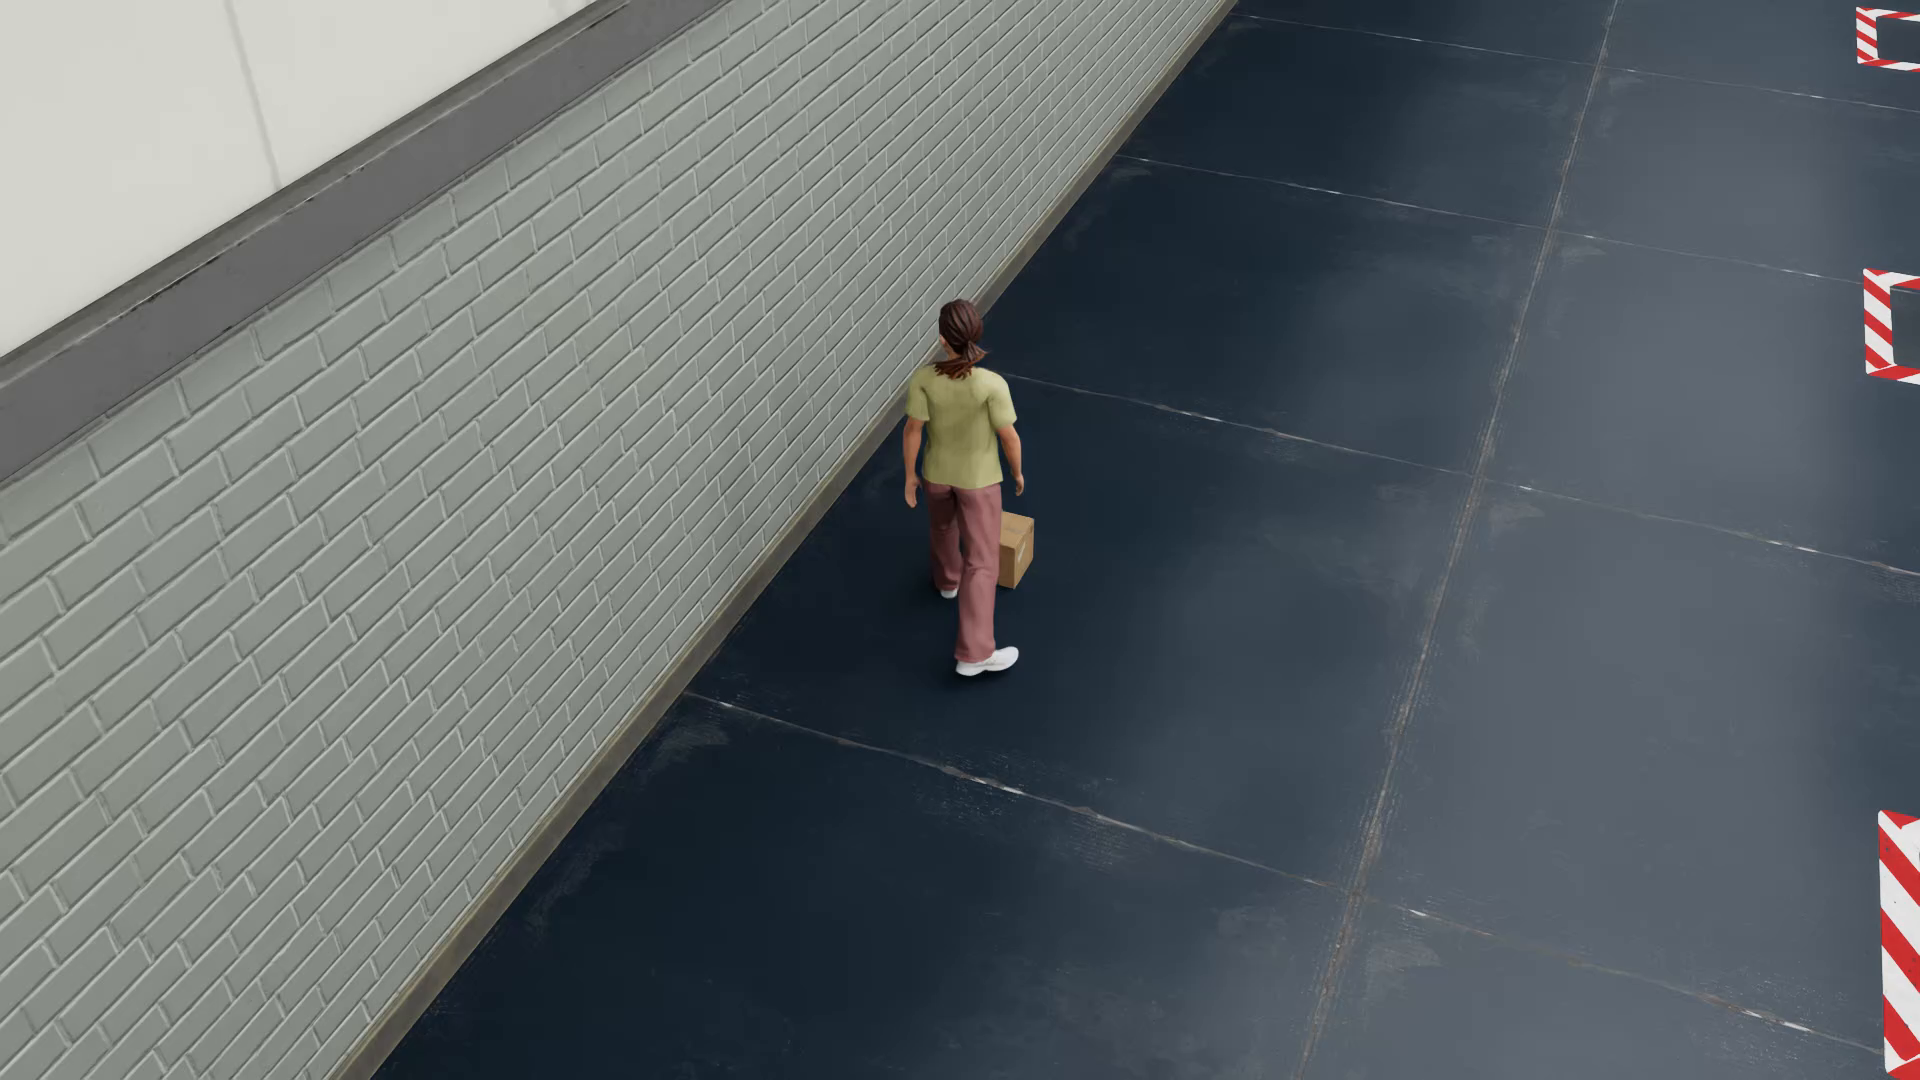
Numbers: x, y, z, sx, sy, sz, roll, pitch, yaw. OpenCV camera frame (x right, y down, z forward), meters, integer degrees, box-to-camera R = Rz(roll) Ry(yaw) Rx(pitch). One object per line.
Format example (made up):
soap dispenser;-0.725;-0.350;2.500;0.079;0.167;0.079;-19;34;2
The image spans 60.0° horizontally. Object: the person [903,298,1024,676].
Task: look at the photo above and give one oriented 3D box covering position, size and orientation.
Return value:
person;0.057;-0.267;7.180;0.583;1.655;0.831;13;40;16
